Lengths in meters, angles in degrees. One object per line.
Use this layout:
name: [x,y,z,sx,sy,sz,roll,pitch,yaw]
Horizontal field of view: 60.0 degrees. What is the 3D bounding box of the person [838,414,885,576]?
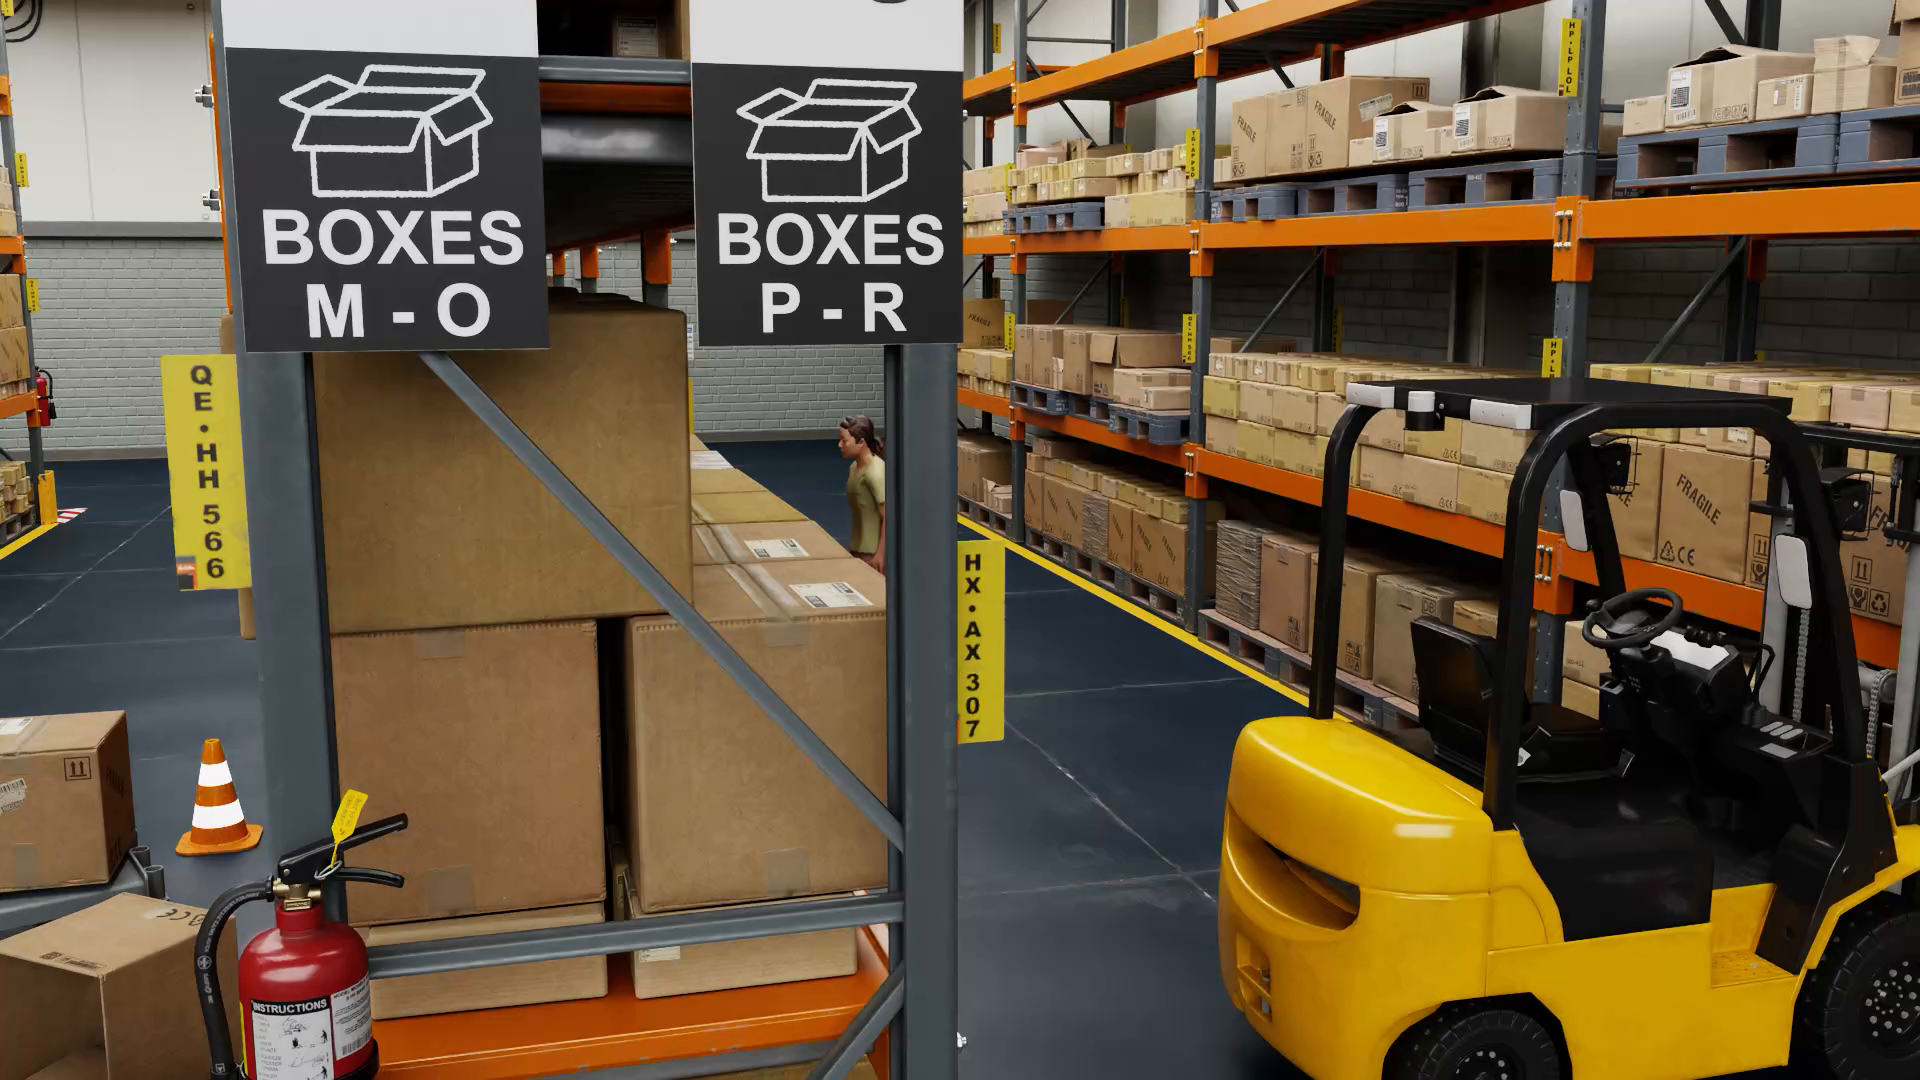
person: [-0.565,0.084,9.873,0.367,1.671,0.510,-3,10,-19]
